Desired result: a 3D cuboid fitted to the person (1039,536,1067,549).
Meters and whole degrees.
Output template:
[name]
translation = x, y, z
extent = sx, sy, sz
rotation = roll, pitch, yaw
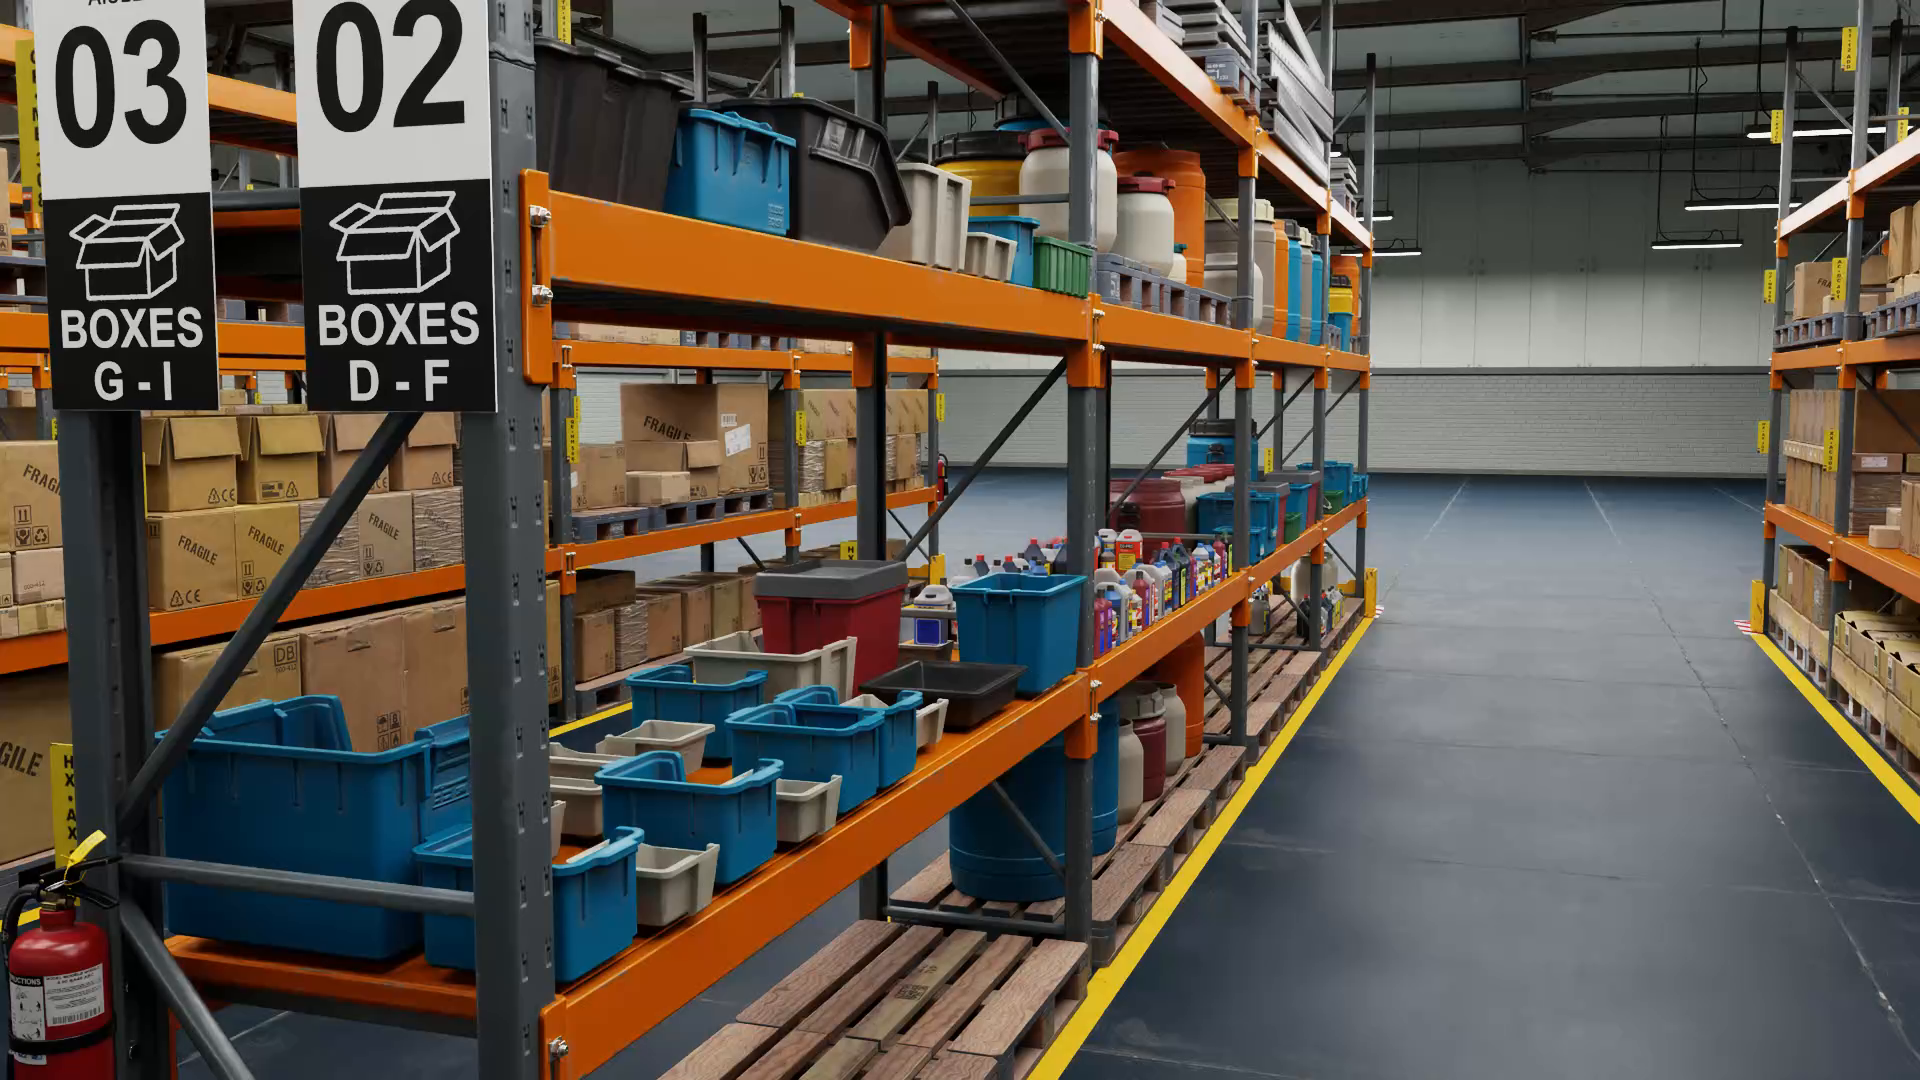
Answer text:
[person]
translation = 1.016, 0.376, 17.627
extent = 0.894, 0.984, 0.522
rotation = 2, 5, 17
